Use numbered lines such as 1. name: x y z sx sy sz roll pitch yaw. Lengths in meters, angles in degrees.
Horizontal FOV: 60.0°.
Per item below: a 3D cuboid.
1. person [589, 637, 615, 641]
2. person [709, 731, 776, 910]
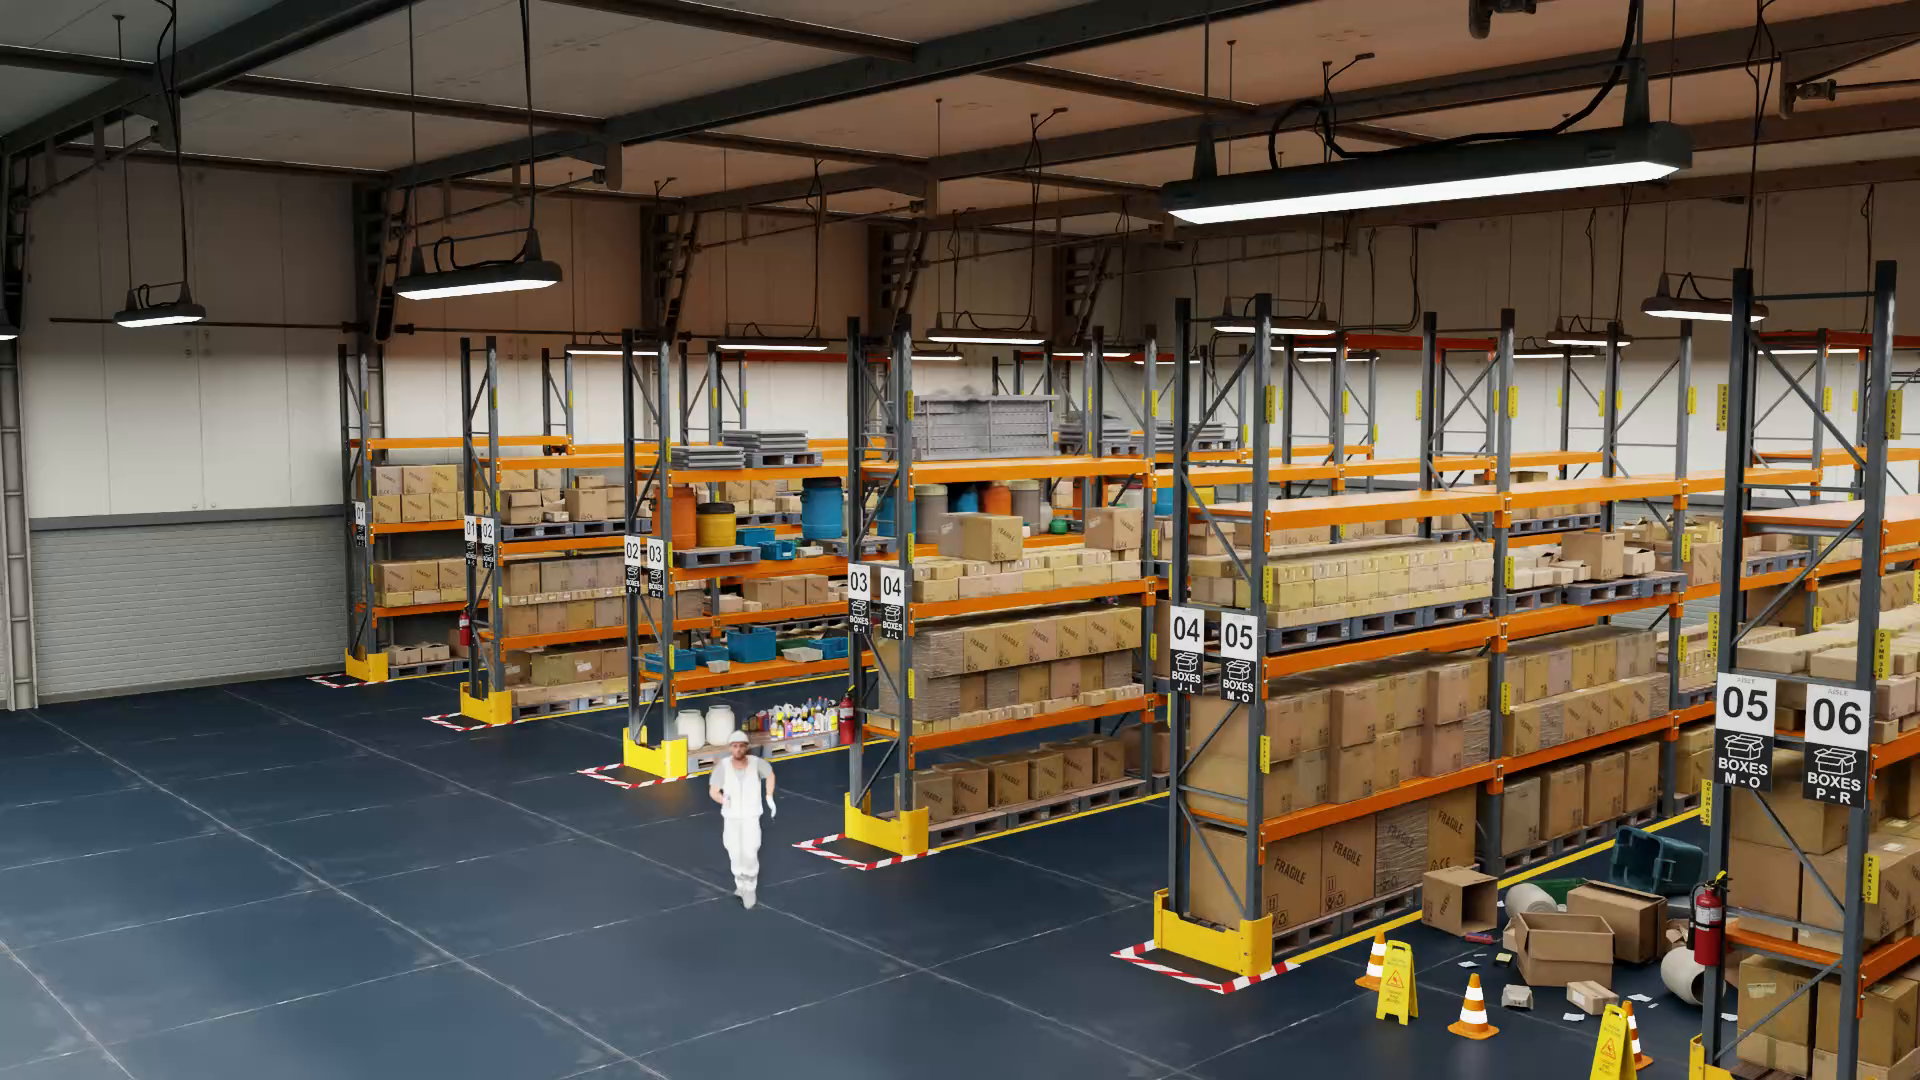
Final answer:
1. person: -6.353 1.629 29.906 0.710 1.733 0.638 4 6 37
2. person: -2.173 2.790 16.611 0.643 1.796 0.796 0 5 -1
